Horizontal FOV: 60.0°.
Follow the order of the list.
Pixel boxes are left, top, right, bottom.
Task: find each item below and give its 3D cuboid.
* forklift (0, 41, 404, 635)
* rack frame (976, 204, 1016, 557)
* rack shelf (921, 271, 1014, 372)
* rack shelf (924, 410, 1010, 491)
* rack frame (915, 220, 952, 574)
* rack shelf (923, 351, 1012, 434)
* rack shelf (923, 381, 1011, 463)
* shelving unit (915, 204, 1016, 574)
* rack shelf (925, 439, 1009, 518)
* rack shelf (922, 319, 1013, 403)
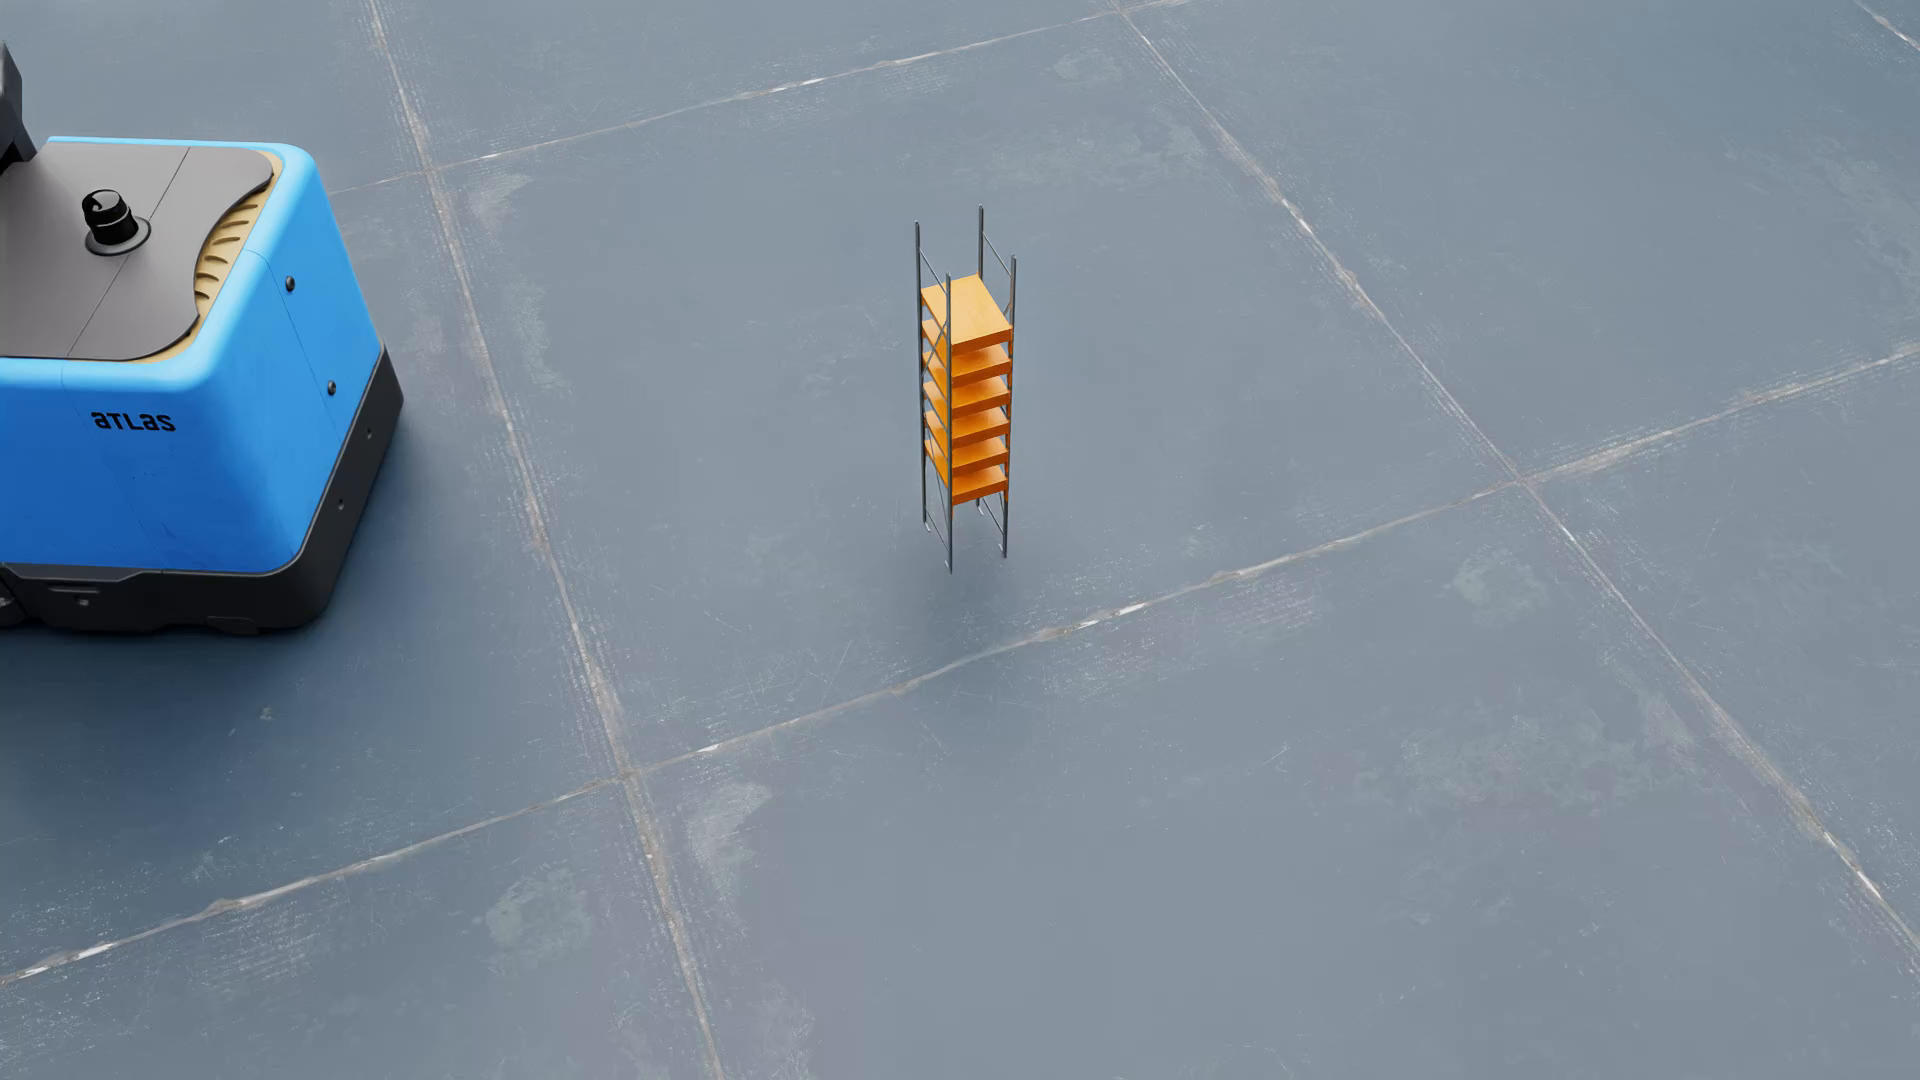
[{"bbox_3d":[-3.392,-1.101,4.263,3.031,2.935,1.130,2,49,2],"label":"forklift"},{"bbox_3d":[0.098,-0.421,4.821,0.006,1.200,0.240,-17,52,-14],"label":"rack frame"},{"bbox_3d":[0.013,-0.601,4.559,0.180,0.103,0.258,-17,52,-14],"label":"rack shelf"},{"bbox_3d":[0.013,-0.288,4.923,0.180,0.103,0.258,-17,52,-14],"label":"rack shelf"},{"bbox_3d":[-0.071,-0.369,4.776,0.006,1.200,0.240,-17,52,-14],"label":"rack frame"},{"bbox_3d":[0.013,-0.444,4.741,0.180,0.103,0.258,-17,52,-14],"label":"rack shelf"},{"bbox_3d":[0.013,-0.366,4.832,0.180,0.103,0.258,-17,52,-14],"label":"rack shelf"},{"bbox_3d":[0.013,-0.395,4.798,0.189,1.200,0.258,-17,52,-14],"label":"shelving unit"},{"bbox_3d":[0.013,-0.210,5.014,0.180,0.103,0.258,-17,52,-14],"label":"rack shelf"},{"bbox_3d":[0.013,-0.522,4.650,0.180,0.103,0.258,-17,52,-14],"label":"rack shelf"}]
